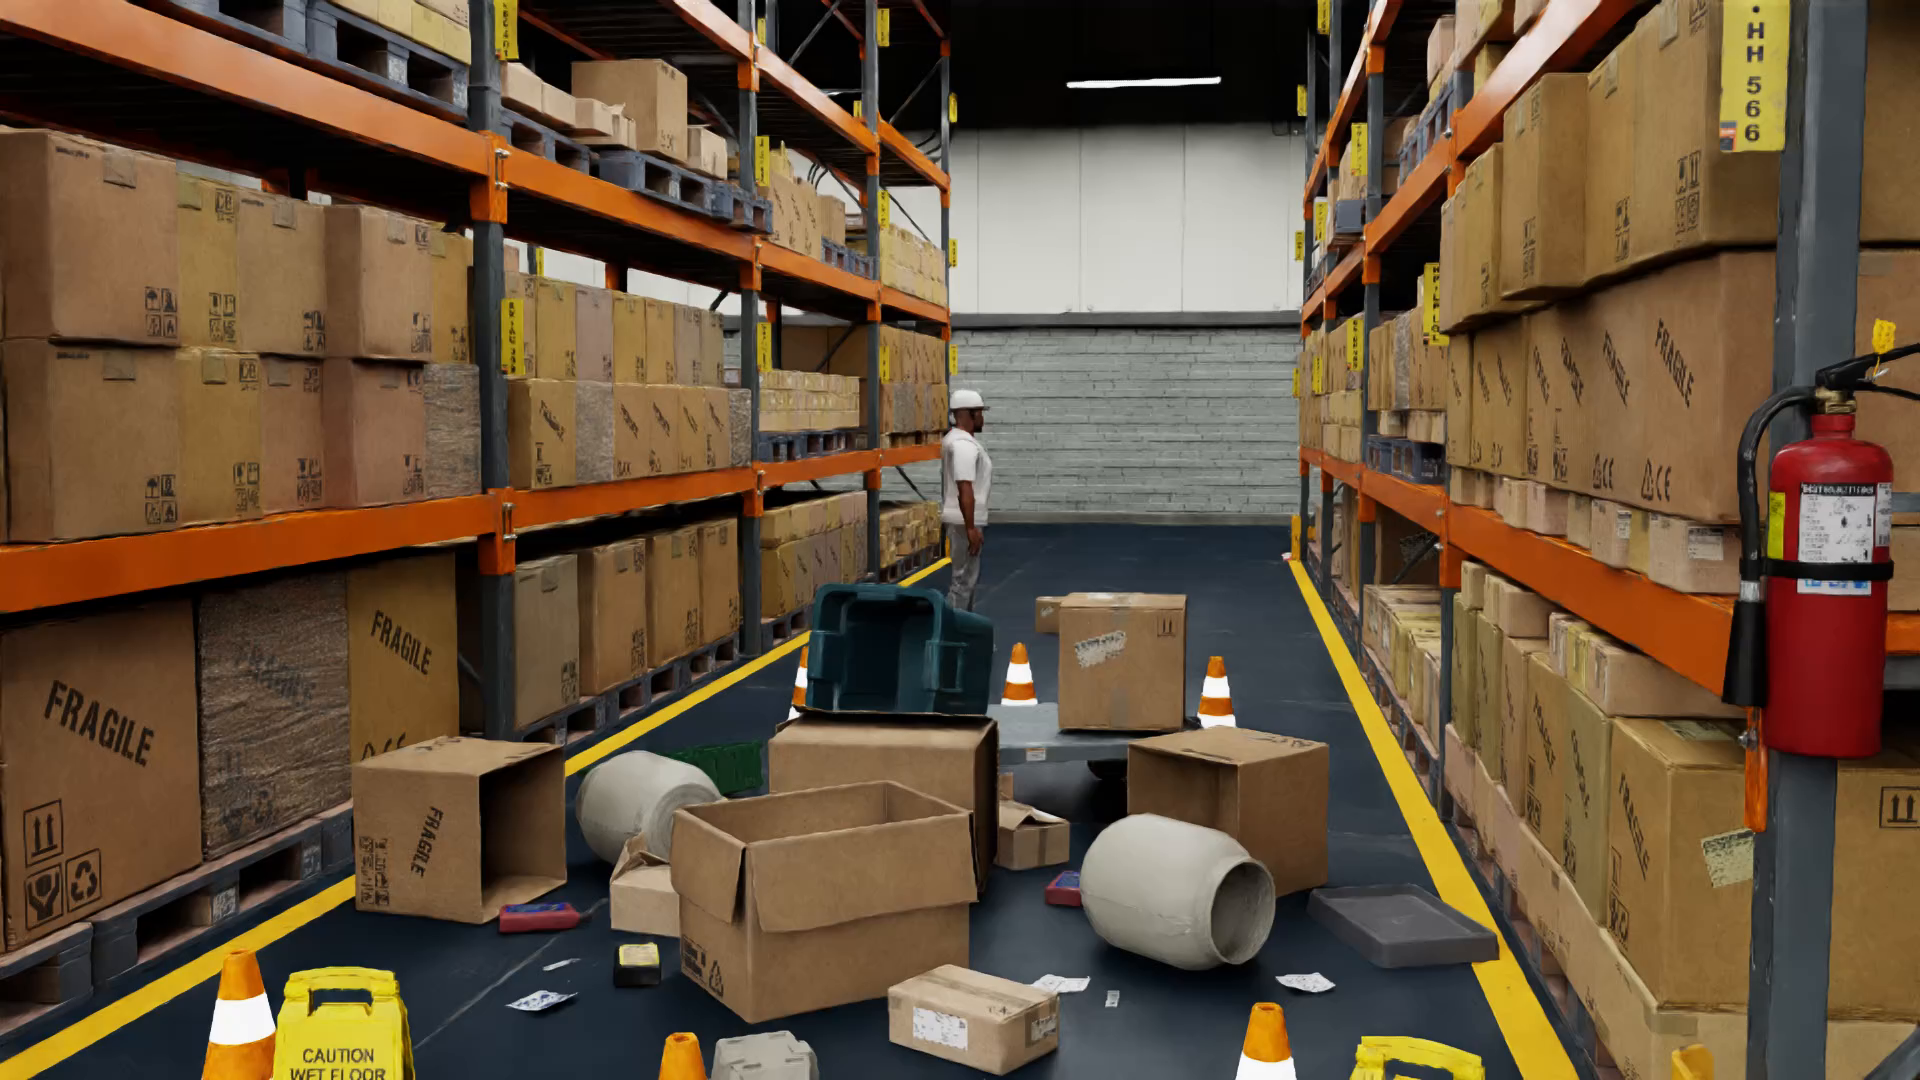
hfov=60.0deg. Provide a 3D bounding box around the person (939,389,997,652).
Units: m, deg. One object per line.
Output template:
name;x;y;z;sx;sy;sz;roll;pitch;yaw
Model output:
person;0.060;-0.105;10.980;0.384;1.773;0.650;0;4;-3
